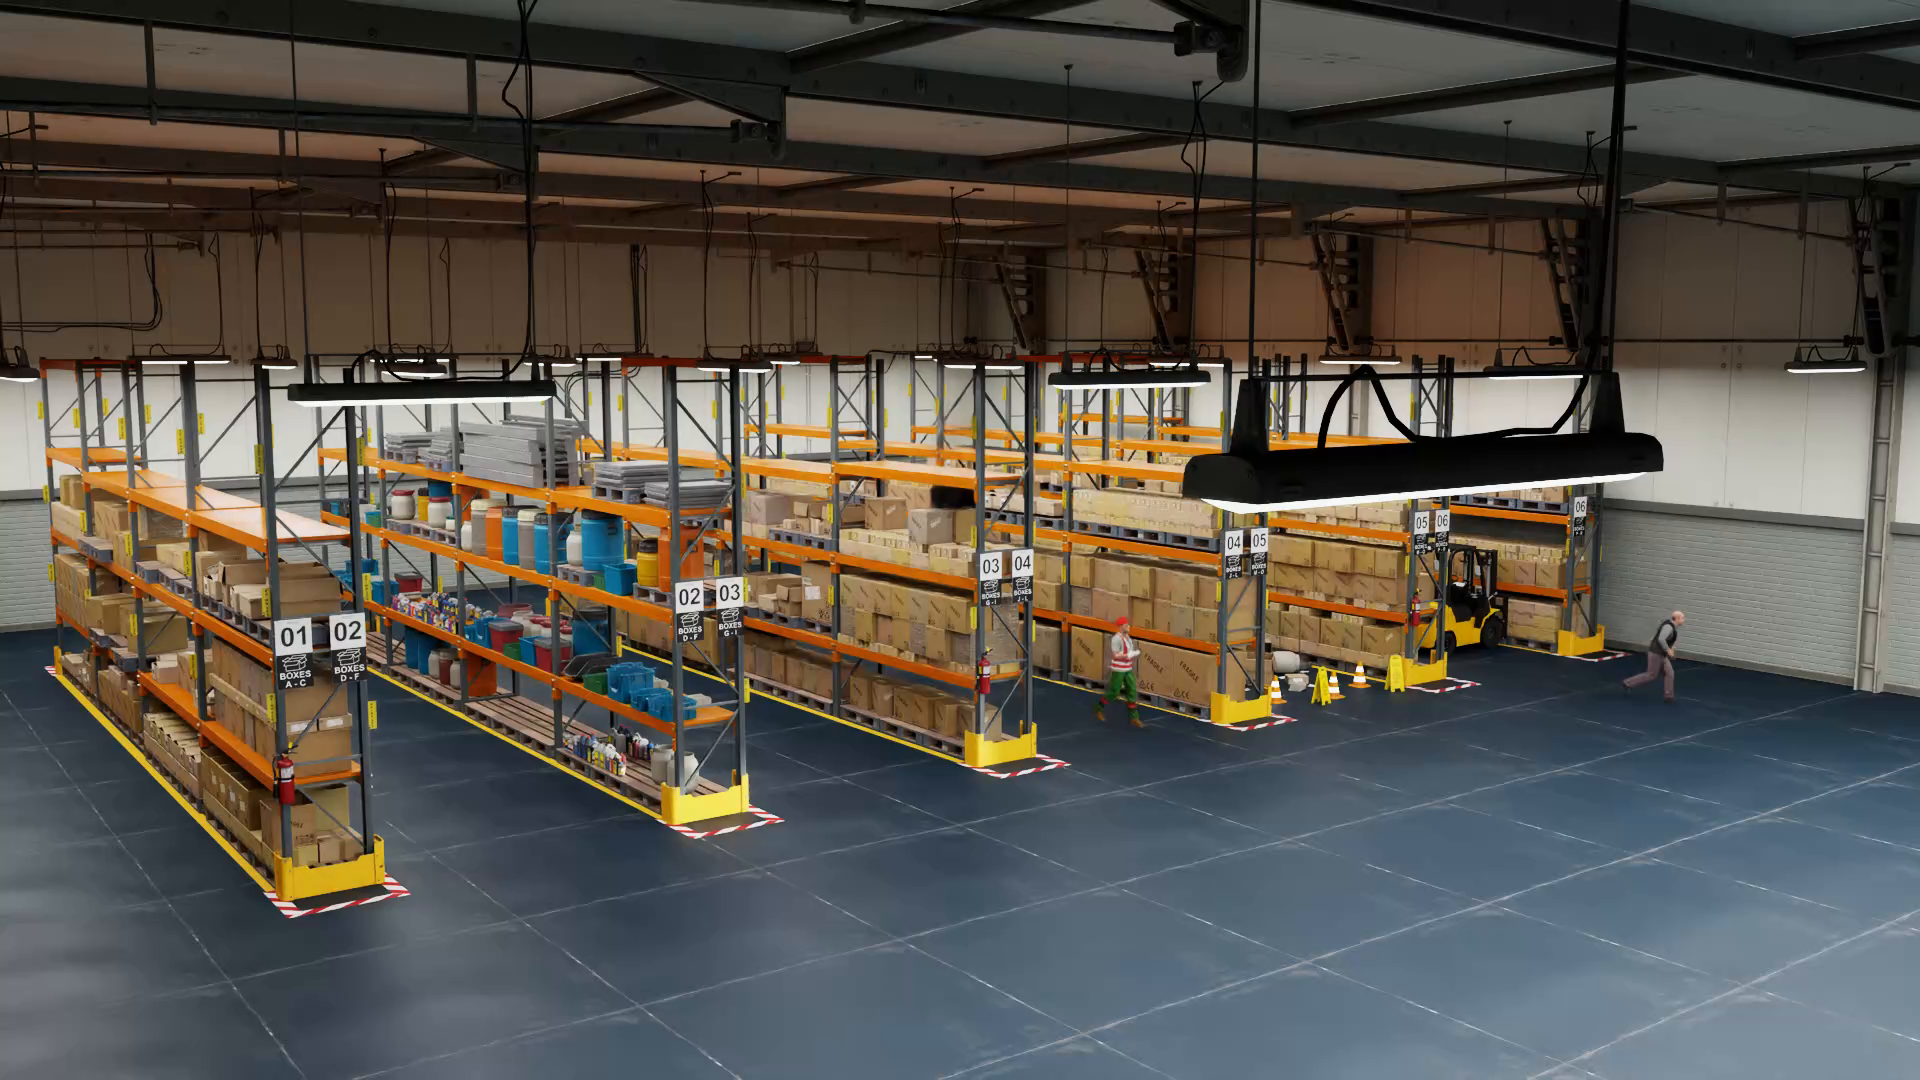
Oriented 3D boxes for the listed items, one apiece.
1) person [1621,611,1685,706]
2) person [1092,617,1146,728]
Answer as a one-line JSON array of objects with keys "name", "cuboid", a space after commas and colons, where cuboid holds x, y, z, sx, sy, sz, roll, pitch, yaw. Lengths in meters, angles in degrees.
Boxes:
[{"name": "person", "cuboid": [12.120, 2.046, 29.082, 0.994, 1.679, 0.687, 3, 7, 21]}, {"name": "person", "cuboid": [2.622, 2.144, 27.269, 0.944, 1.798, 0.663, 5, 8, 34]}]
